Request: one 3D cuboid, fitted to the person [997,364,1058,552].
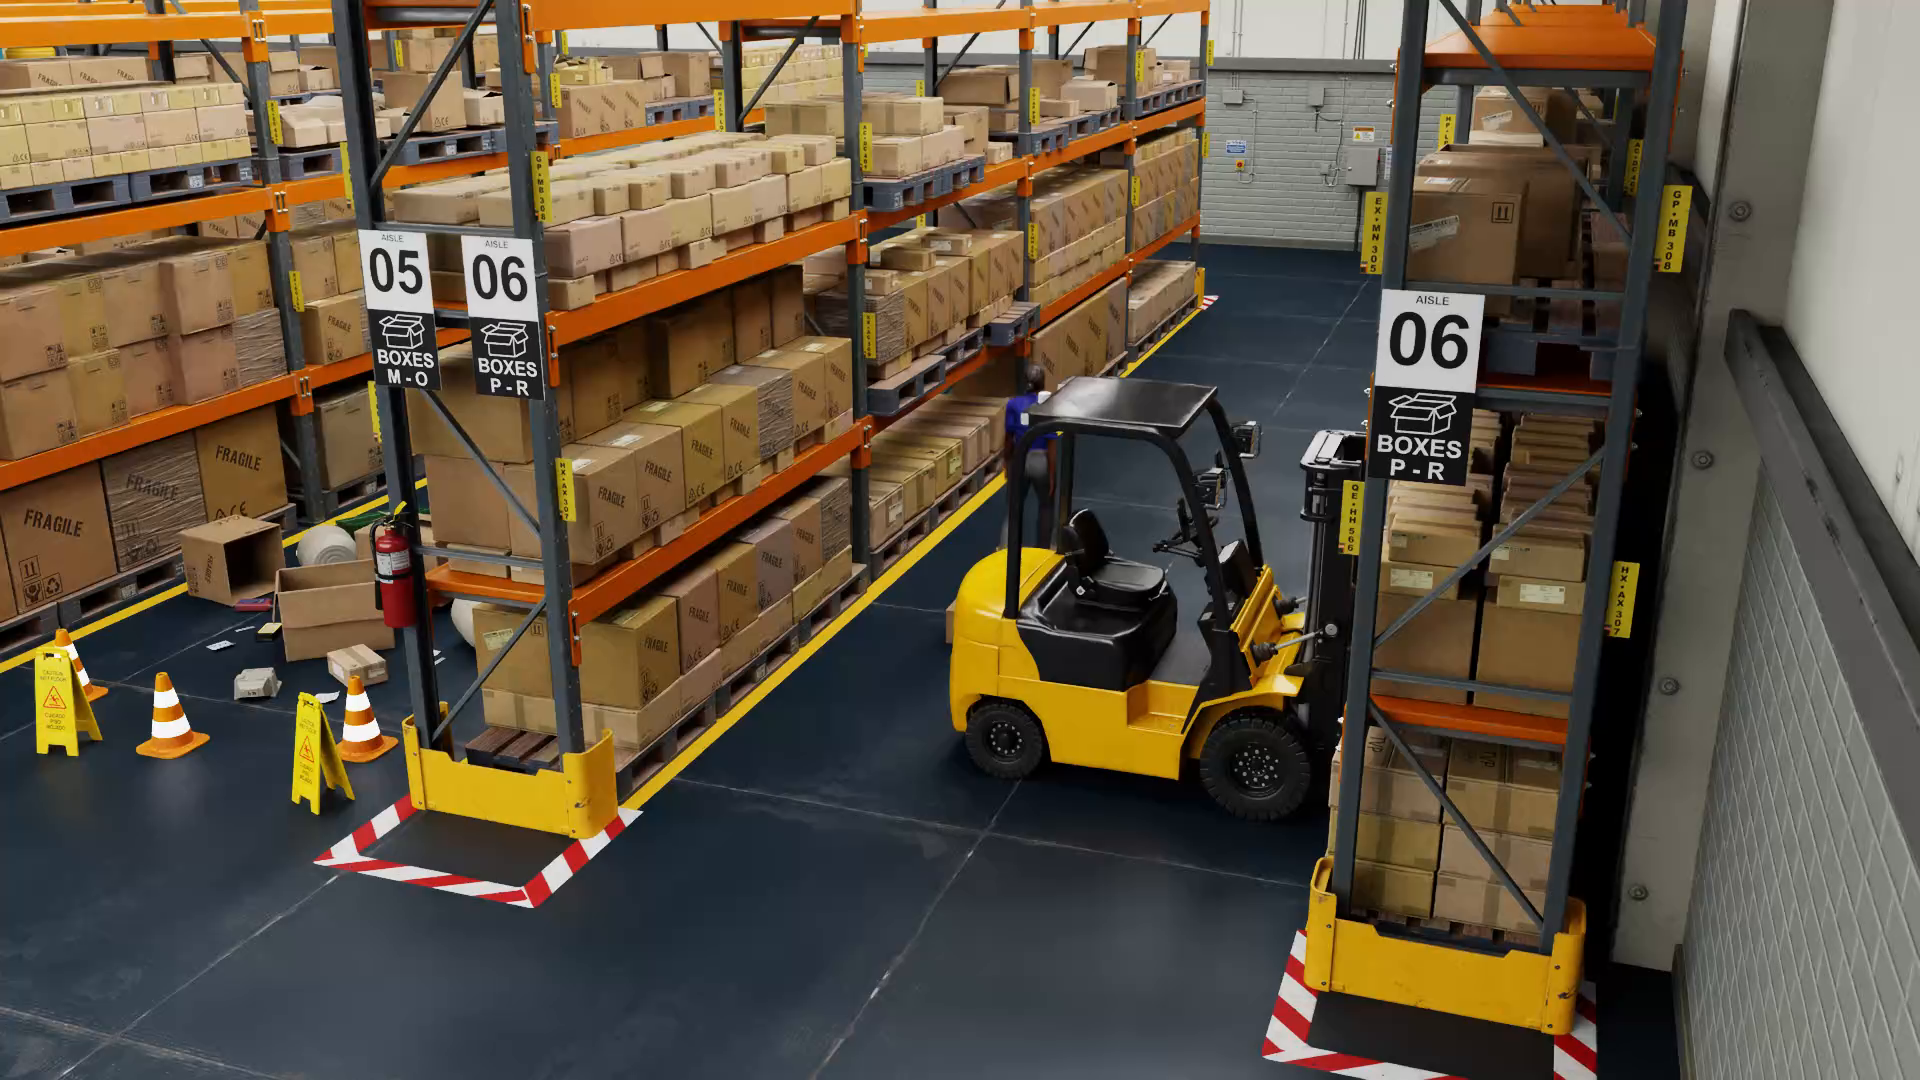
[{"bbox_3d":[0.523,-0.530,12.621,0.449,1.613,0.932,6,20,18],"label":"person"}]
